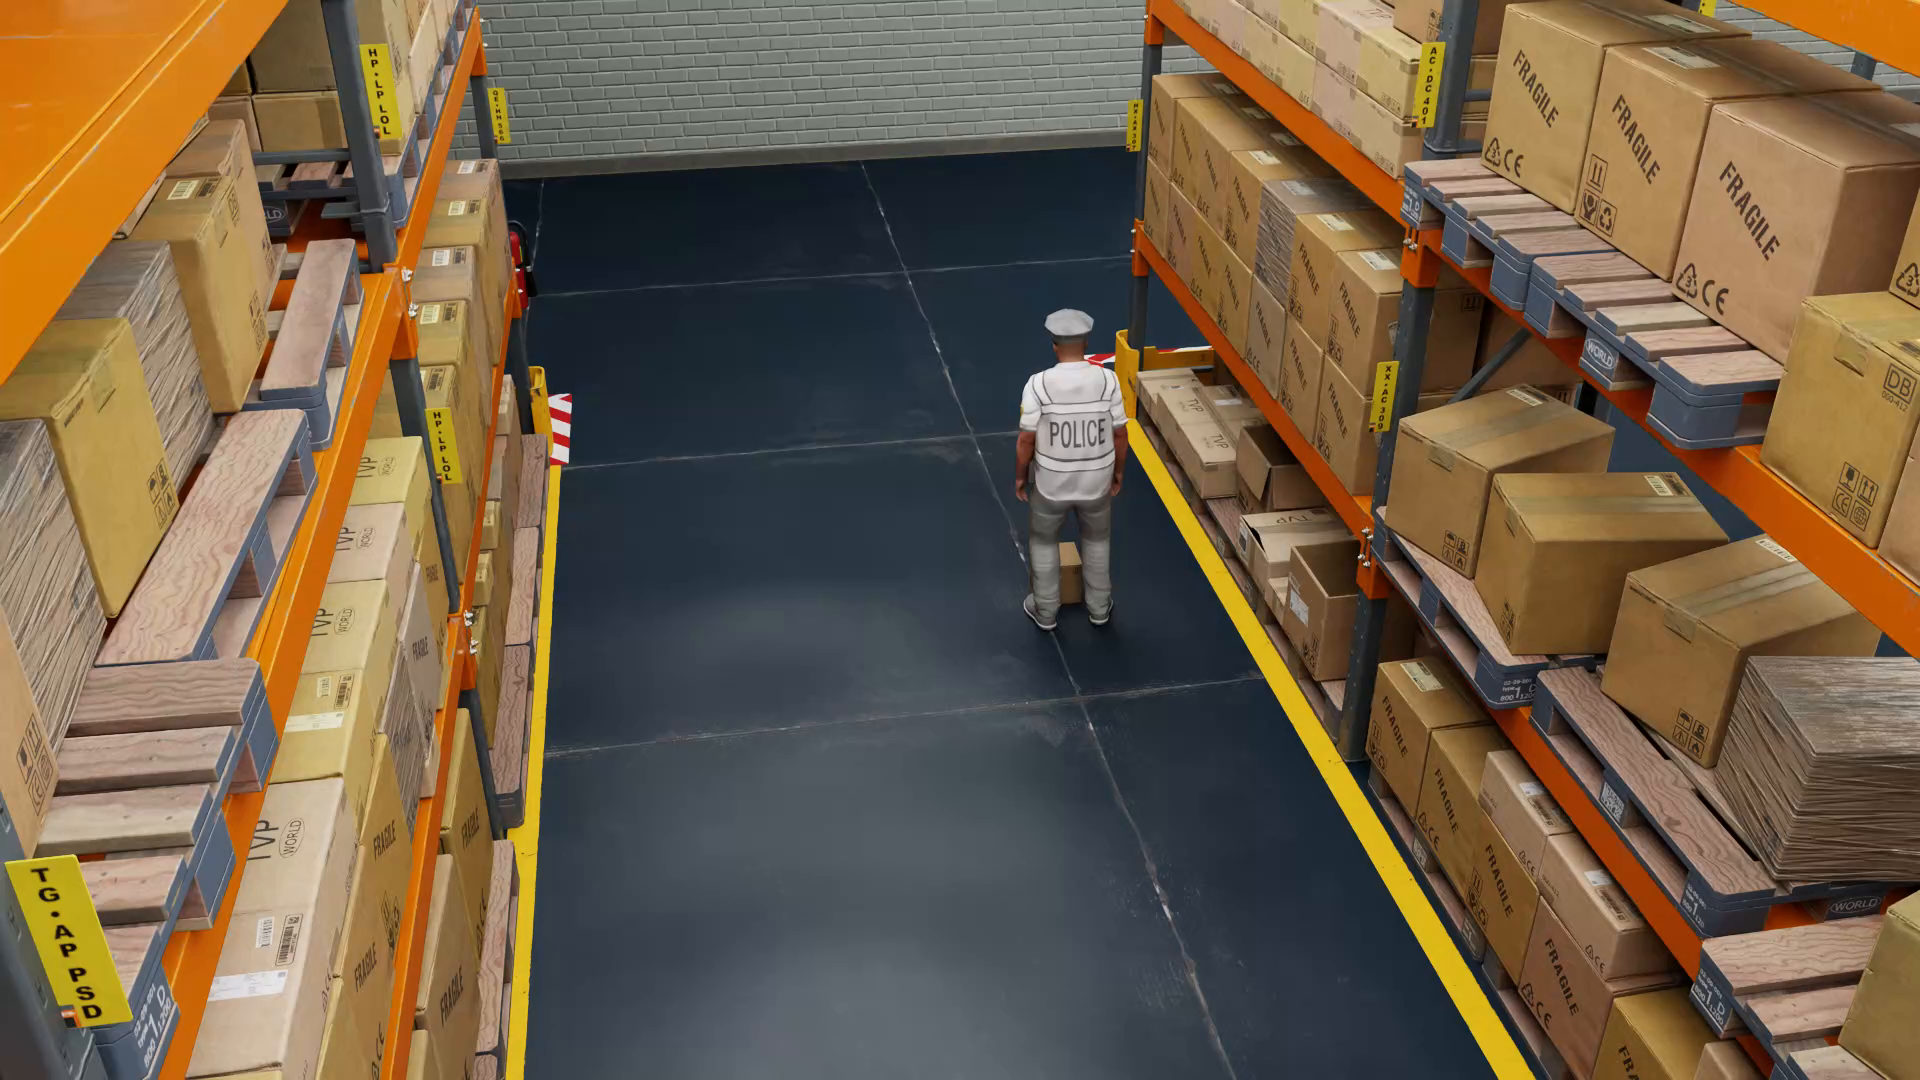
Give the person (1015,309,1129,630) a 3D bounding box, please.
[{"bbox_3d":[0.579,-0.322,8.677,0.587,1.748,0.436,-3,31,-6],"label":"person"}]
